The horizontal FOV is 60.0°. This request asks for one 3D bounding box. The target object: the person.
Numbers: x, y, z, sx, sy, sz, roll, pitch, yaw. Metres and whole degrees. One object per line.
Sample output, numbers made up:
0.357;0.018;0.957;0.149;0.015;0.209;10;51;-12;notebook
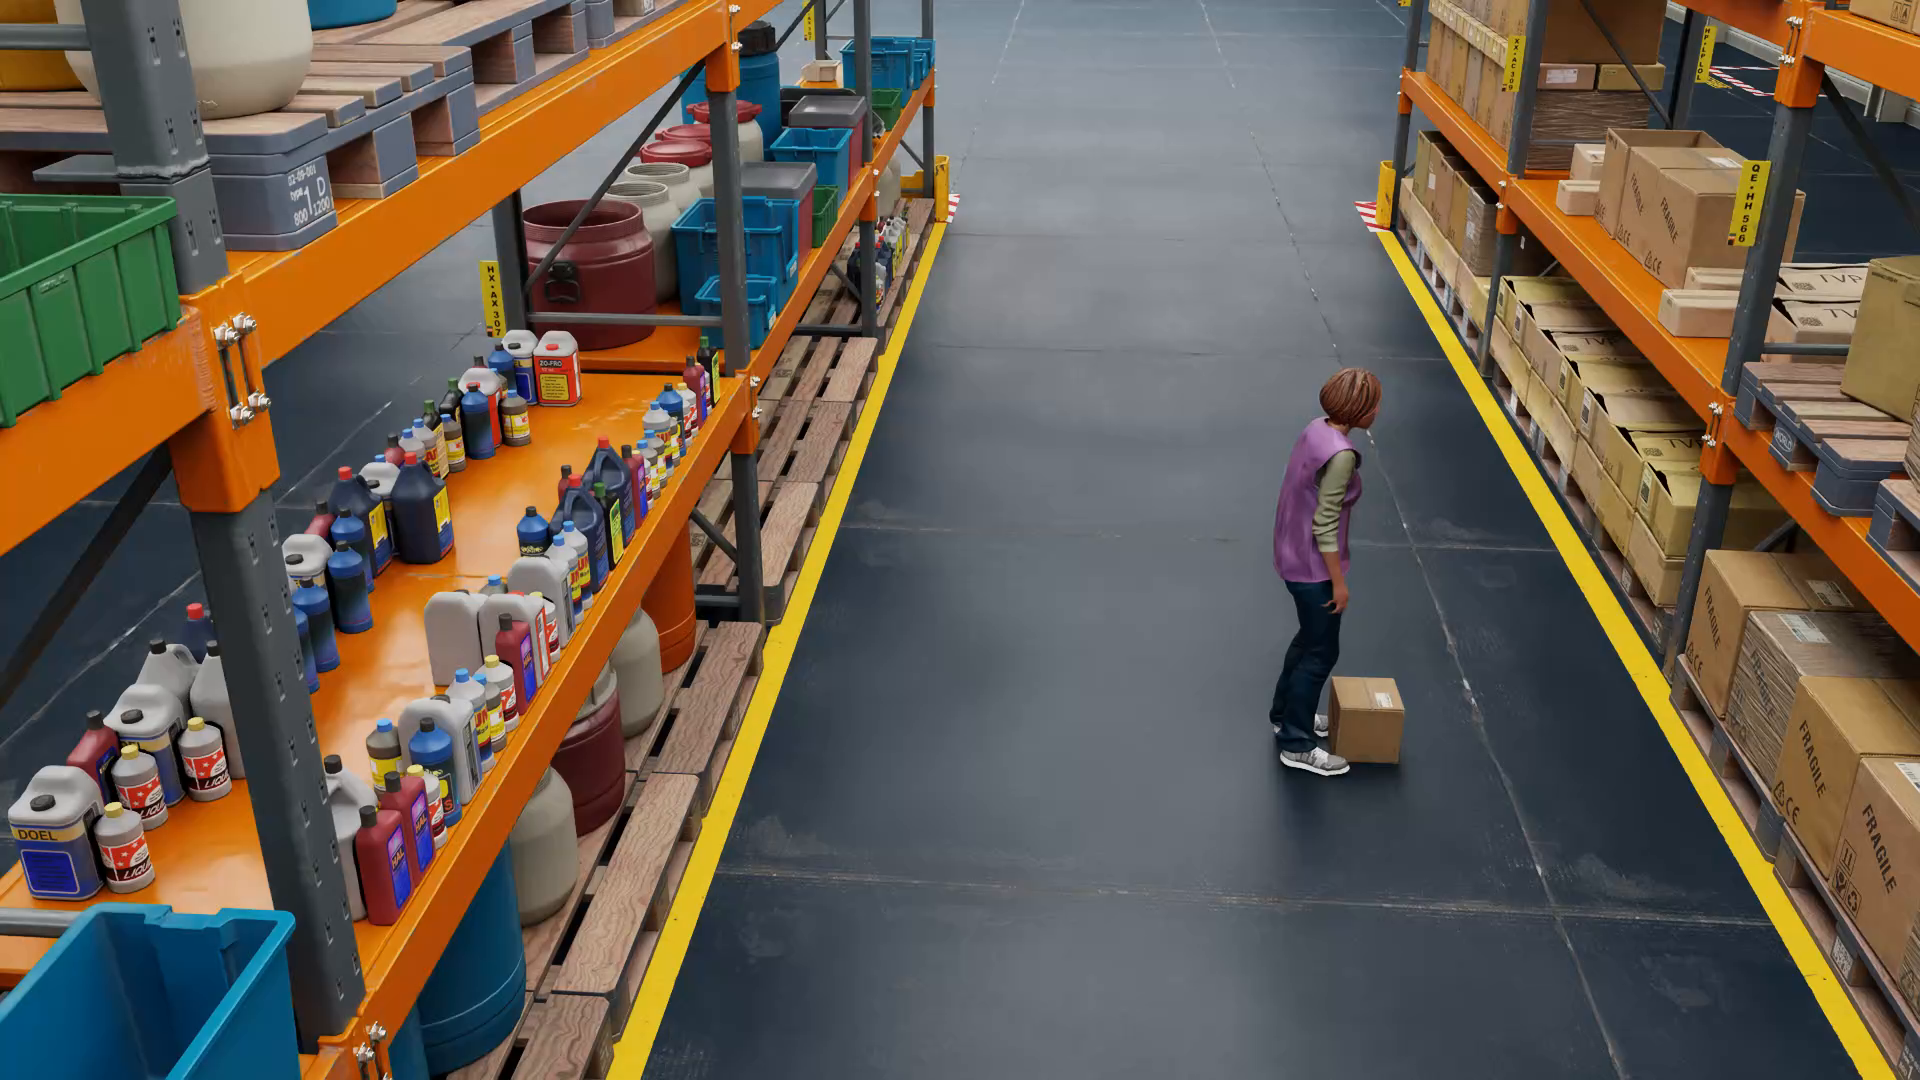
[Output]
1.380;0.105;6.391;0.341;1.594;0.482;1;25;2;person
